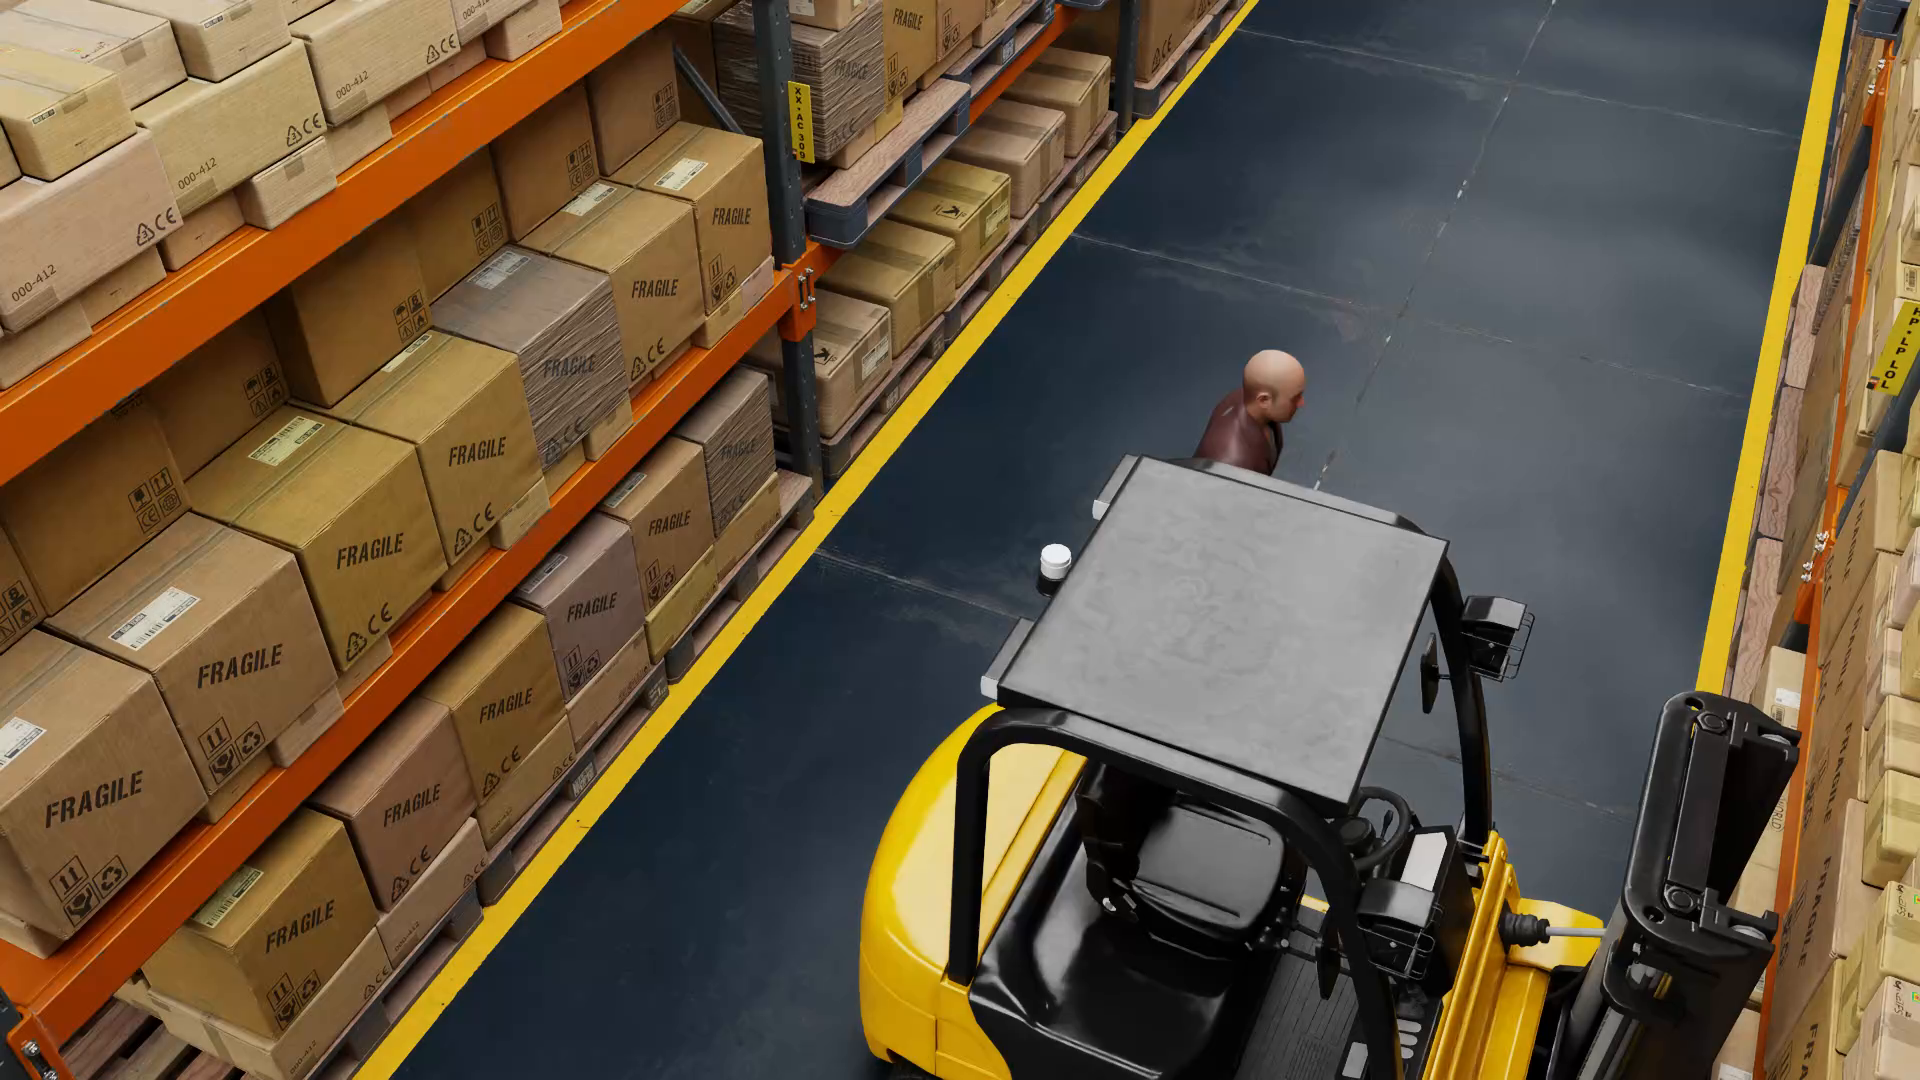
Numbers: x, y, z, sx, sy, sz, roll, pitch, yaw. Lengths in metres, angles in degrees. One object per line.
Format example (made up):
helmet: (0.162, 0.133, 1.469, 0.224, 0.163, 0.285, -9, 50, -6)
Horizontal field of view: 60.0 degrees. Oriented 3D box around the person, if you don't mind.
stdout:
person: (1.002, 0.049, 6.115, 0.426, 1.773, 0.652, 15, 44, 16)
